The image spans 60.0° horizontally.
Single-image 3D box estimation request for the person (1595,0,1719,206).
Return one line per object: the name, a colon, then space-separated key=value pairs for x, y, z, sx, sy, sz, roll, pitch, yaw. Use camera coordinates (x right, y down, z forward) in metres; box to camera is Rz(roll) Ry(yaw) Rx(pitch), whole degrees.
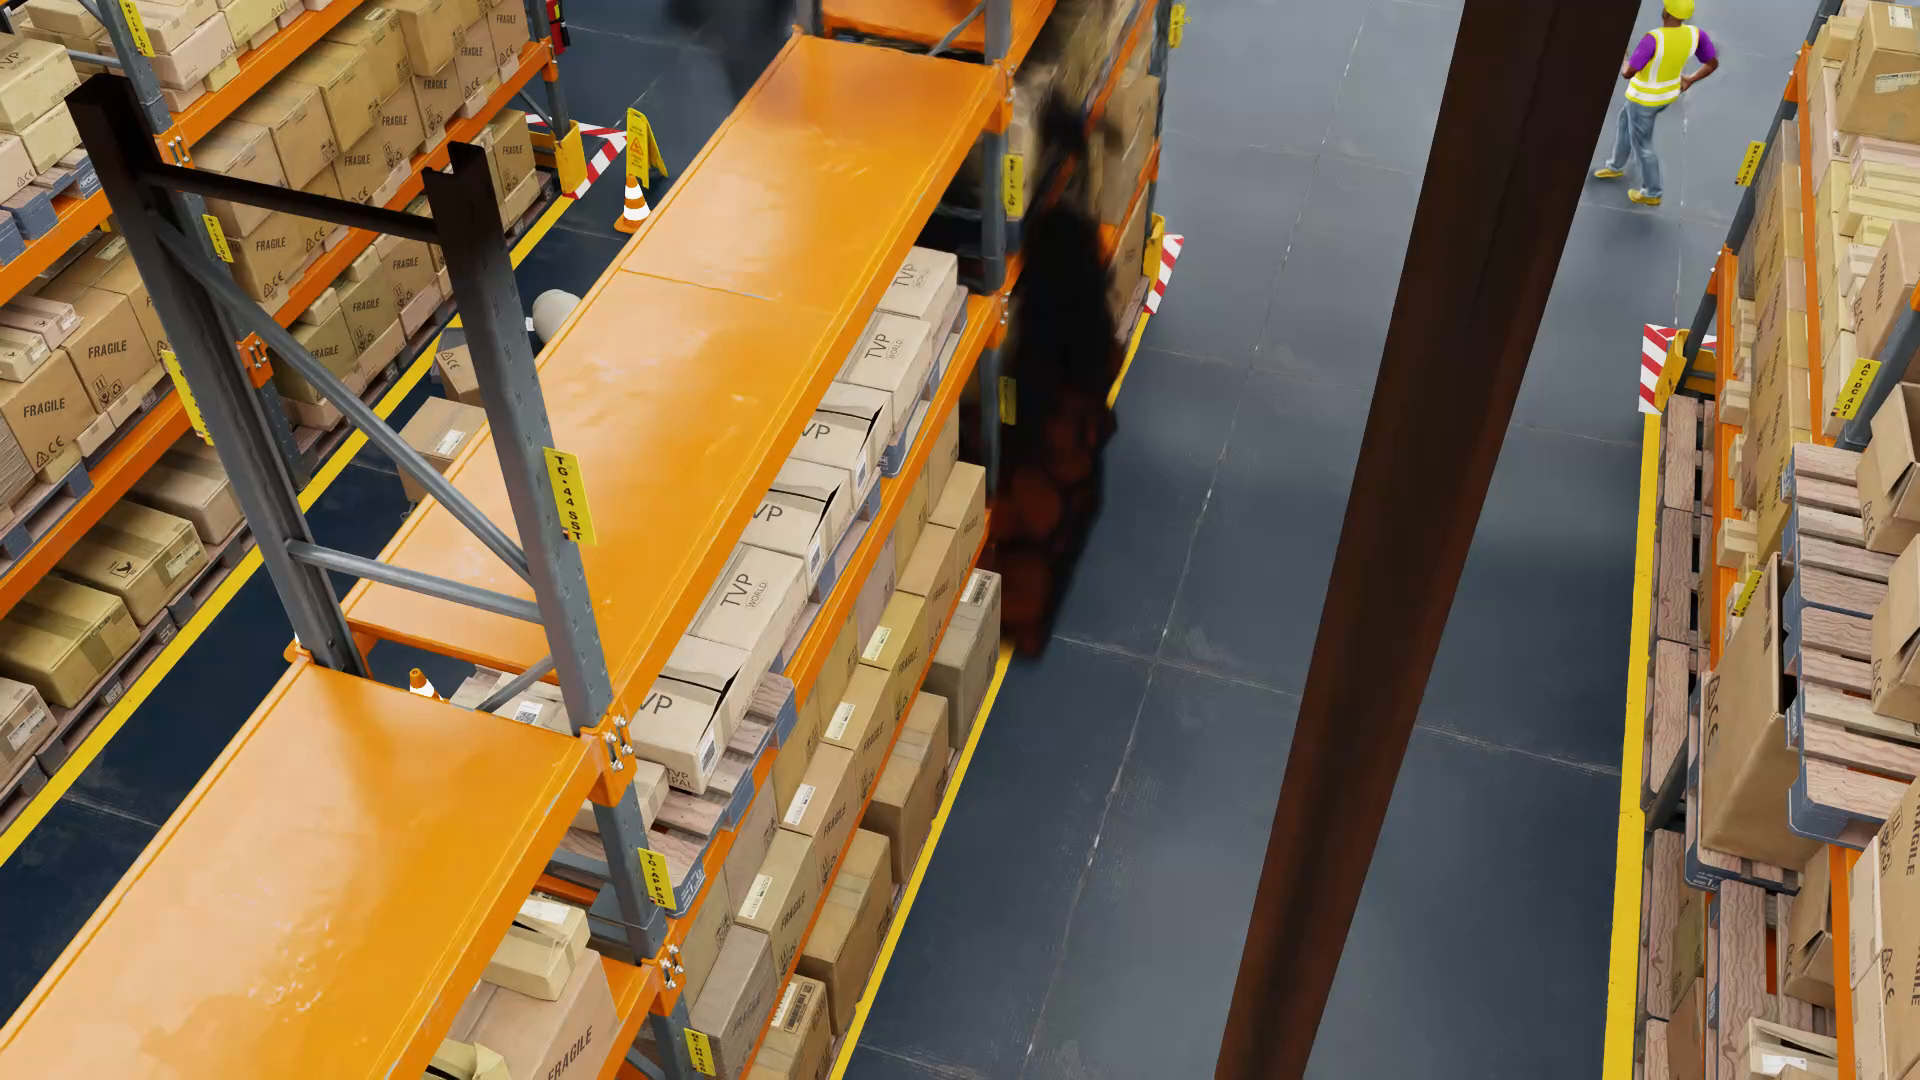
person: x=5.518 y=-3.499 z=13.317 sx=0.664 sy=1.833 sz=0.782 roll=-21 pitch=49 yaw=-19
